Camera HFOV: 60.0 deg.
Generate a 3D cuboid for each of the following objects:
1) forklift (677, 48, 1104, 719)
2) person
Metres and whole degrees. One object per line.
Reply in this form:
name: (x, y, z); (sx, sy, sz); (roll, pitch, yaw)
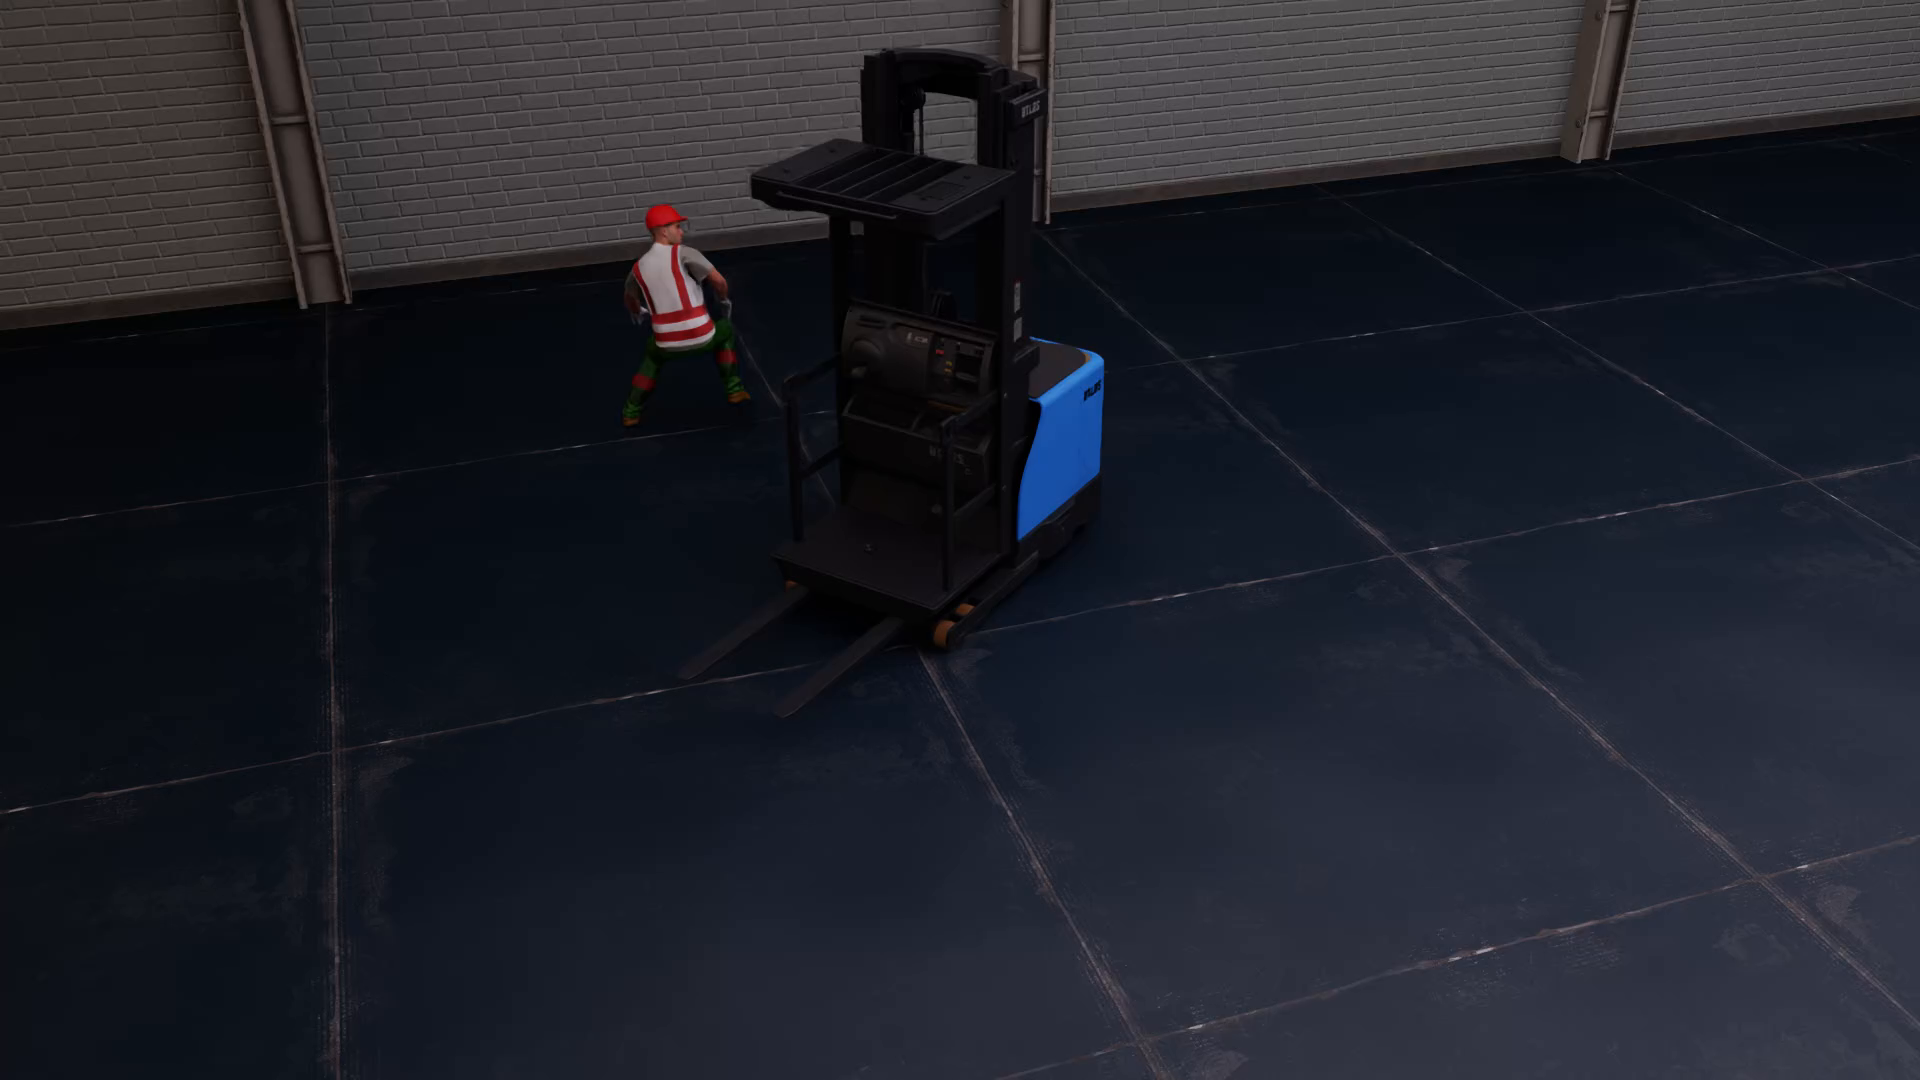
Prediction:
forklift: (-0.343, -0.939, 8.719); (1.130, 2.935, 3.031); (17, 34, 27)
person: (-1.897, -1.470, 11.120); (0.887, 1.545, 0.709); (3, 30, 5)
